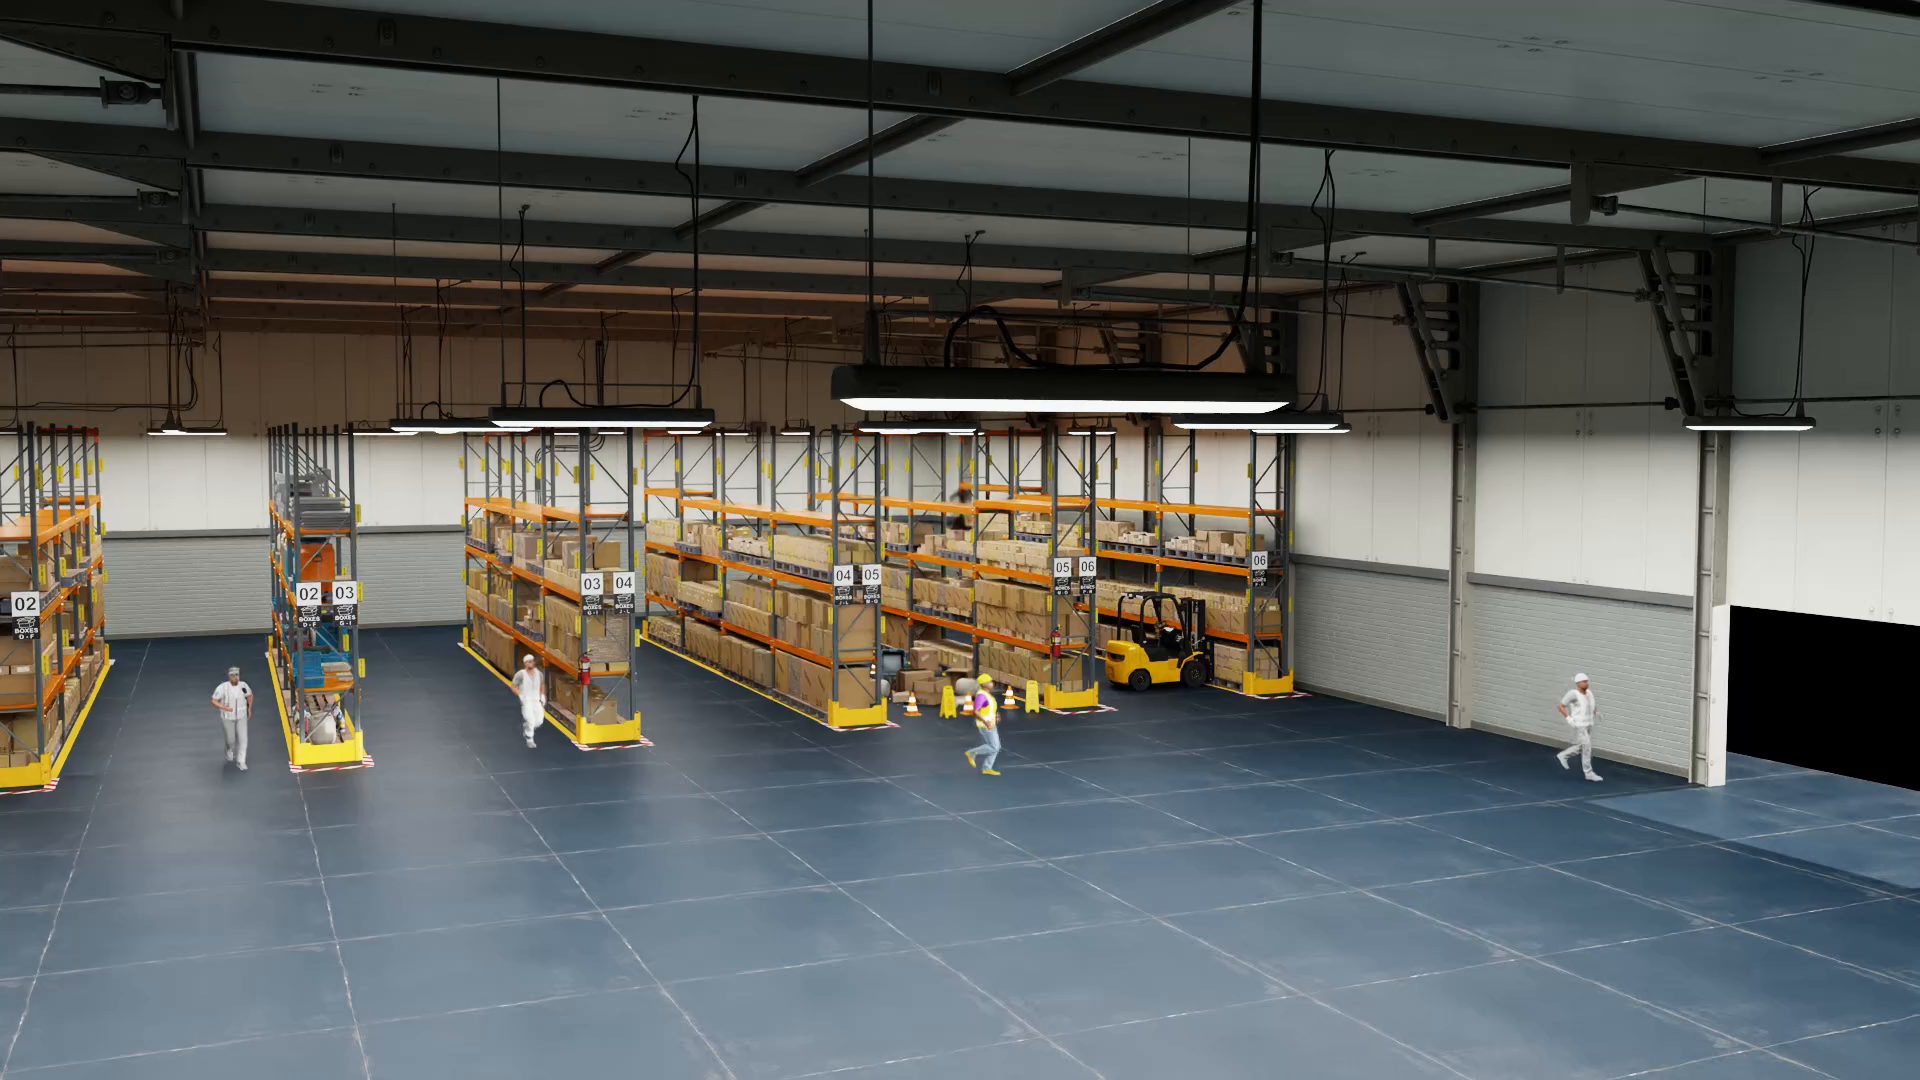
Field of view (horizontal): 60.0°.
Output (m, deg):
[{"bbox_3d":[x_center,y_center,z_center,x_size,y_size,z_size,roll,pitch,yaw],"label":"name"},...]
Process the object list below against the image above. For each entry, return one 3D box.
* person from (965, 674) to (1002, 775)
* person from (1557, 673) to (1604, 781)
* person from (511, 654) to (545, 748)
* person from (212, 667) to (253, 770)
[{"bbox_3d":[0.396,3.140,28.298,0.591,1.726,0.702,1,4,11],"label":"person"},{"bbox_3d":[10.426,3.117,27.970,0.712,1.760,0.946,-2,4,-34],"label":"person"},{"bbox_3d":[-8.007,2.975,30.838,0.670,1.732,0.628,-3,5,-42],"label":"person"},{"bbox_3d":[-12.648,3.089,28.966,0.701,1.789,0.851,-2,4,-35],"label":"person"}]
